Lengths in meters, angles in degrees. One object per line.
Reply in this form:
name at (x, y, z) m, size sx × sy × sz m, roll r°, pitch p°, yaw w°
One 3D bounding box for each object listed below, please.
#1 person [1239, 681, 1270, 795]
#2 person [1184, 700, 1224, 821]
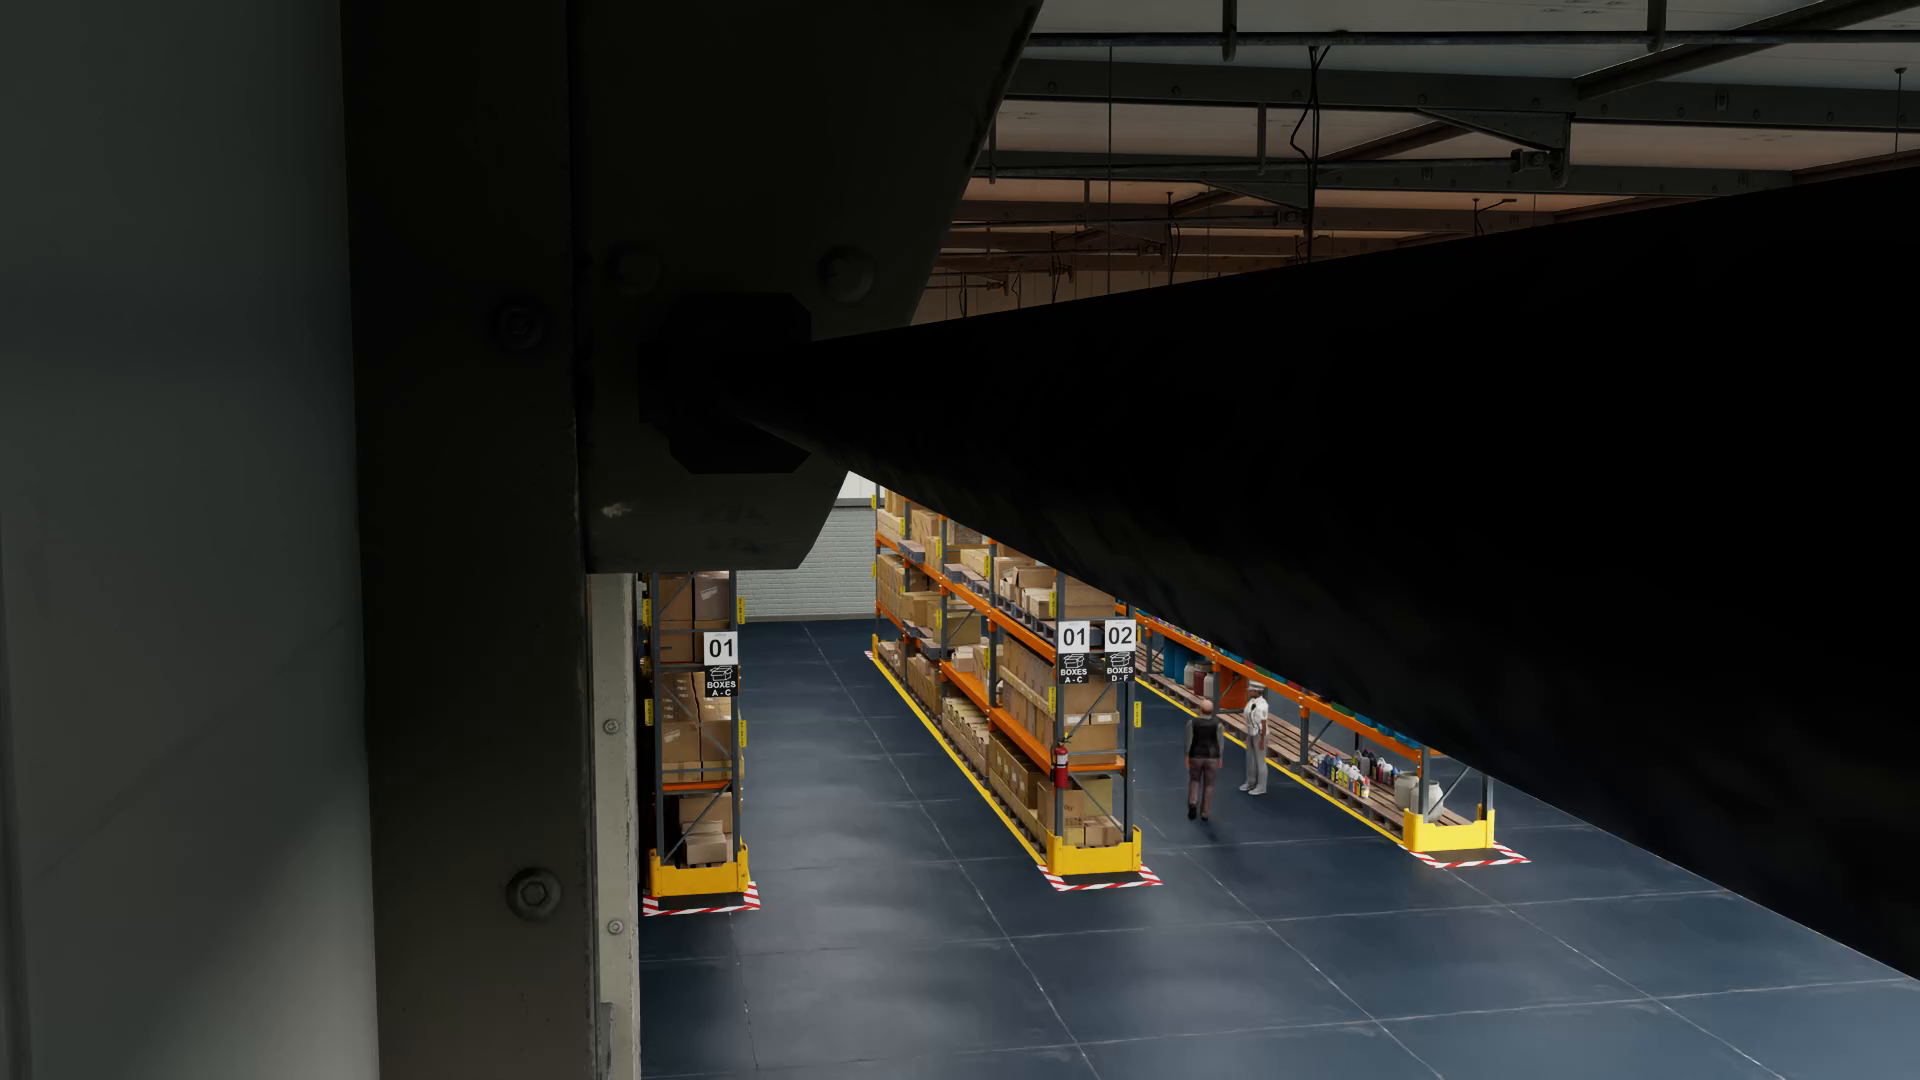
person at (4.411, 2.938, 24.874) m, size 0.393 × 1.682 × 0.497 m, roll -2°, pitch 6°, yaw -17°
person at (3.417, 3.077, 23.251) m, size 0.535 × 1.711 × 0.481 m, roll 2°, pitch 6°, yaw 22°
